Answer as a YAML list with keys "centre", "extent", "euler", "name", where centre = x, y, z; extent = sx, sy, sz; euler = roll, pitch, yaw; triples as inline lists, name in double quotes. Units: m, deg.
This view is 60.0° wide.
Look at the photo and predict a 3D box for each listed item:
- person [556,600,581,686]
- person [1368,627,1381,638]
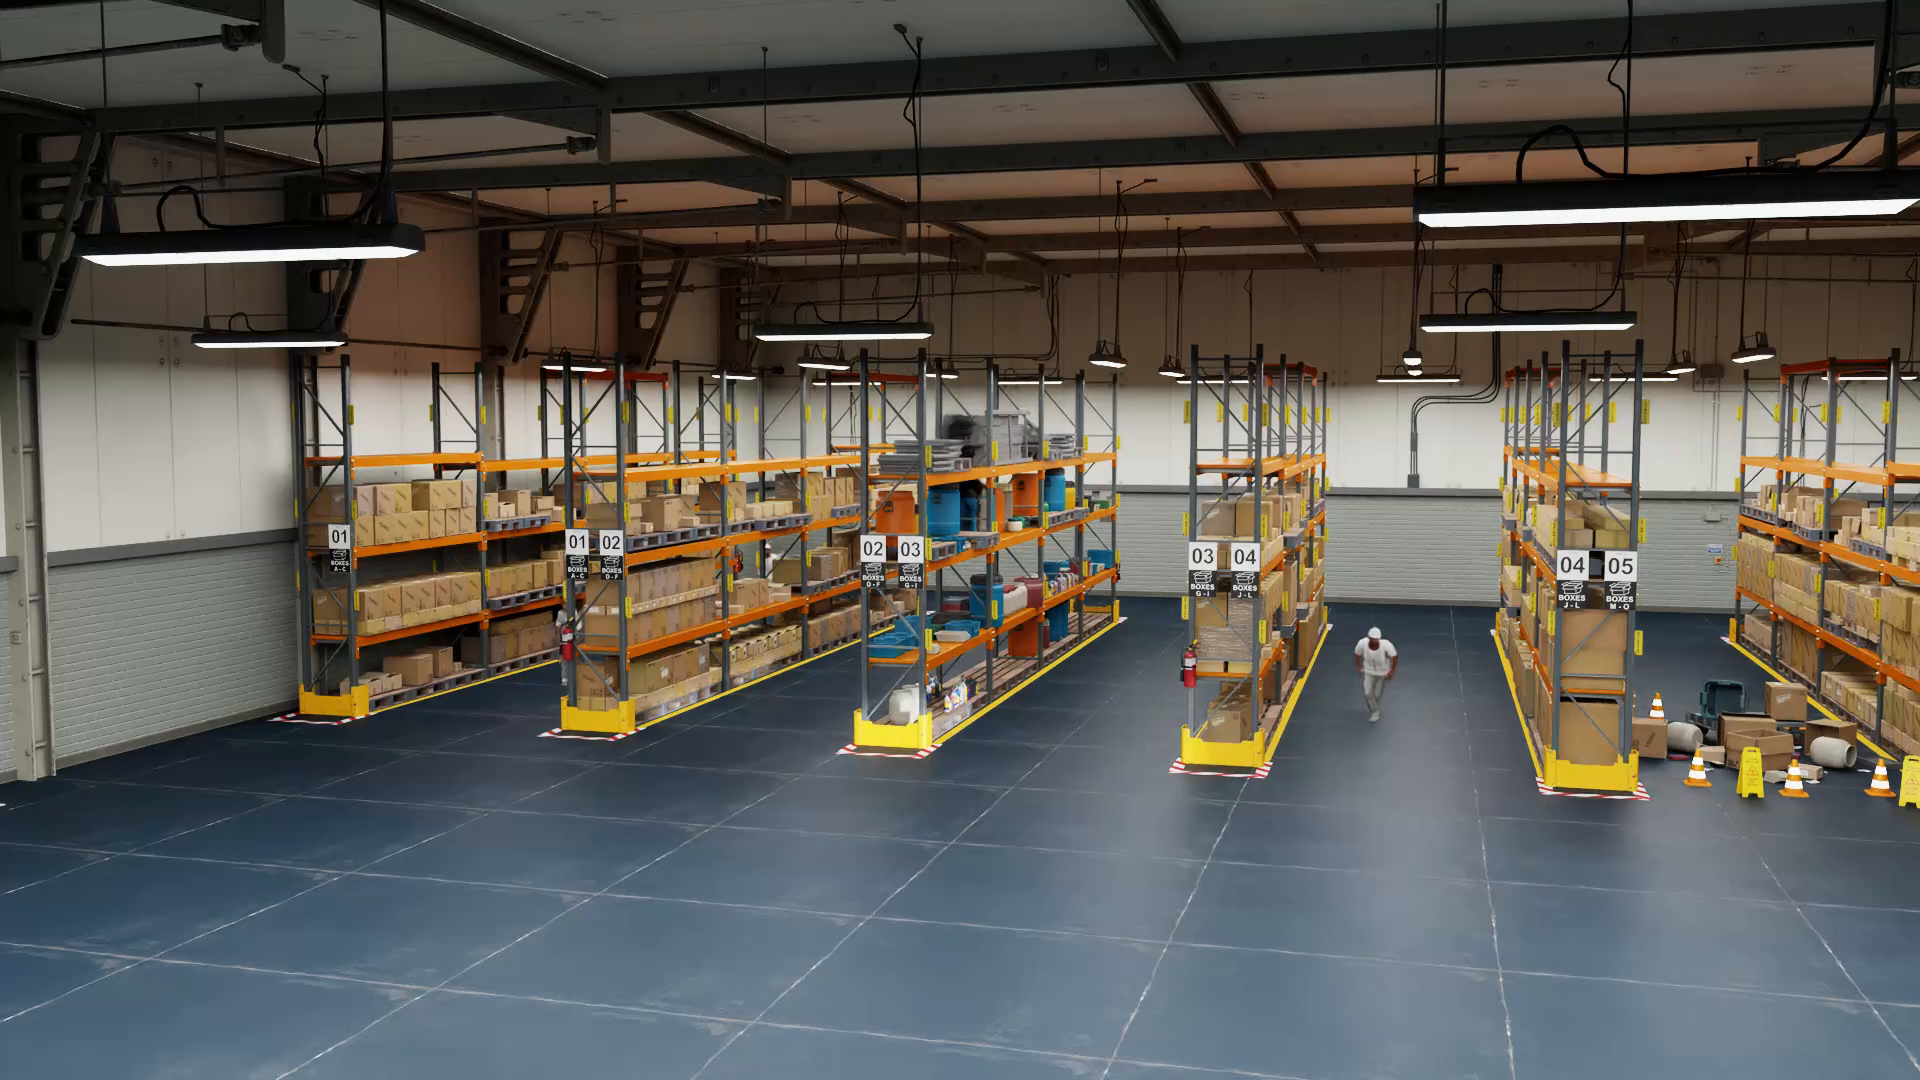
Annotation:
- centre: [-7.340, 1.881, 31.211]
  extent: [0.519, 1.598, 0.840]
  euler: [0, 4, 2]
  name: "person"
- centre: [6.681, 1.491, 26.819]
  extent: [0.210, 0.158, 0.290]
  euler: [1, 4, 16]
  name: "person"
